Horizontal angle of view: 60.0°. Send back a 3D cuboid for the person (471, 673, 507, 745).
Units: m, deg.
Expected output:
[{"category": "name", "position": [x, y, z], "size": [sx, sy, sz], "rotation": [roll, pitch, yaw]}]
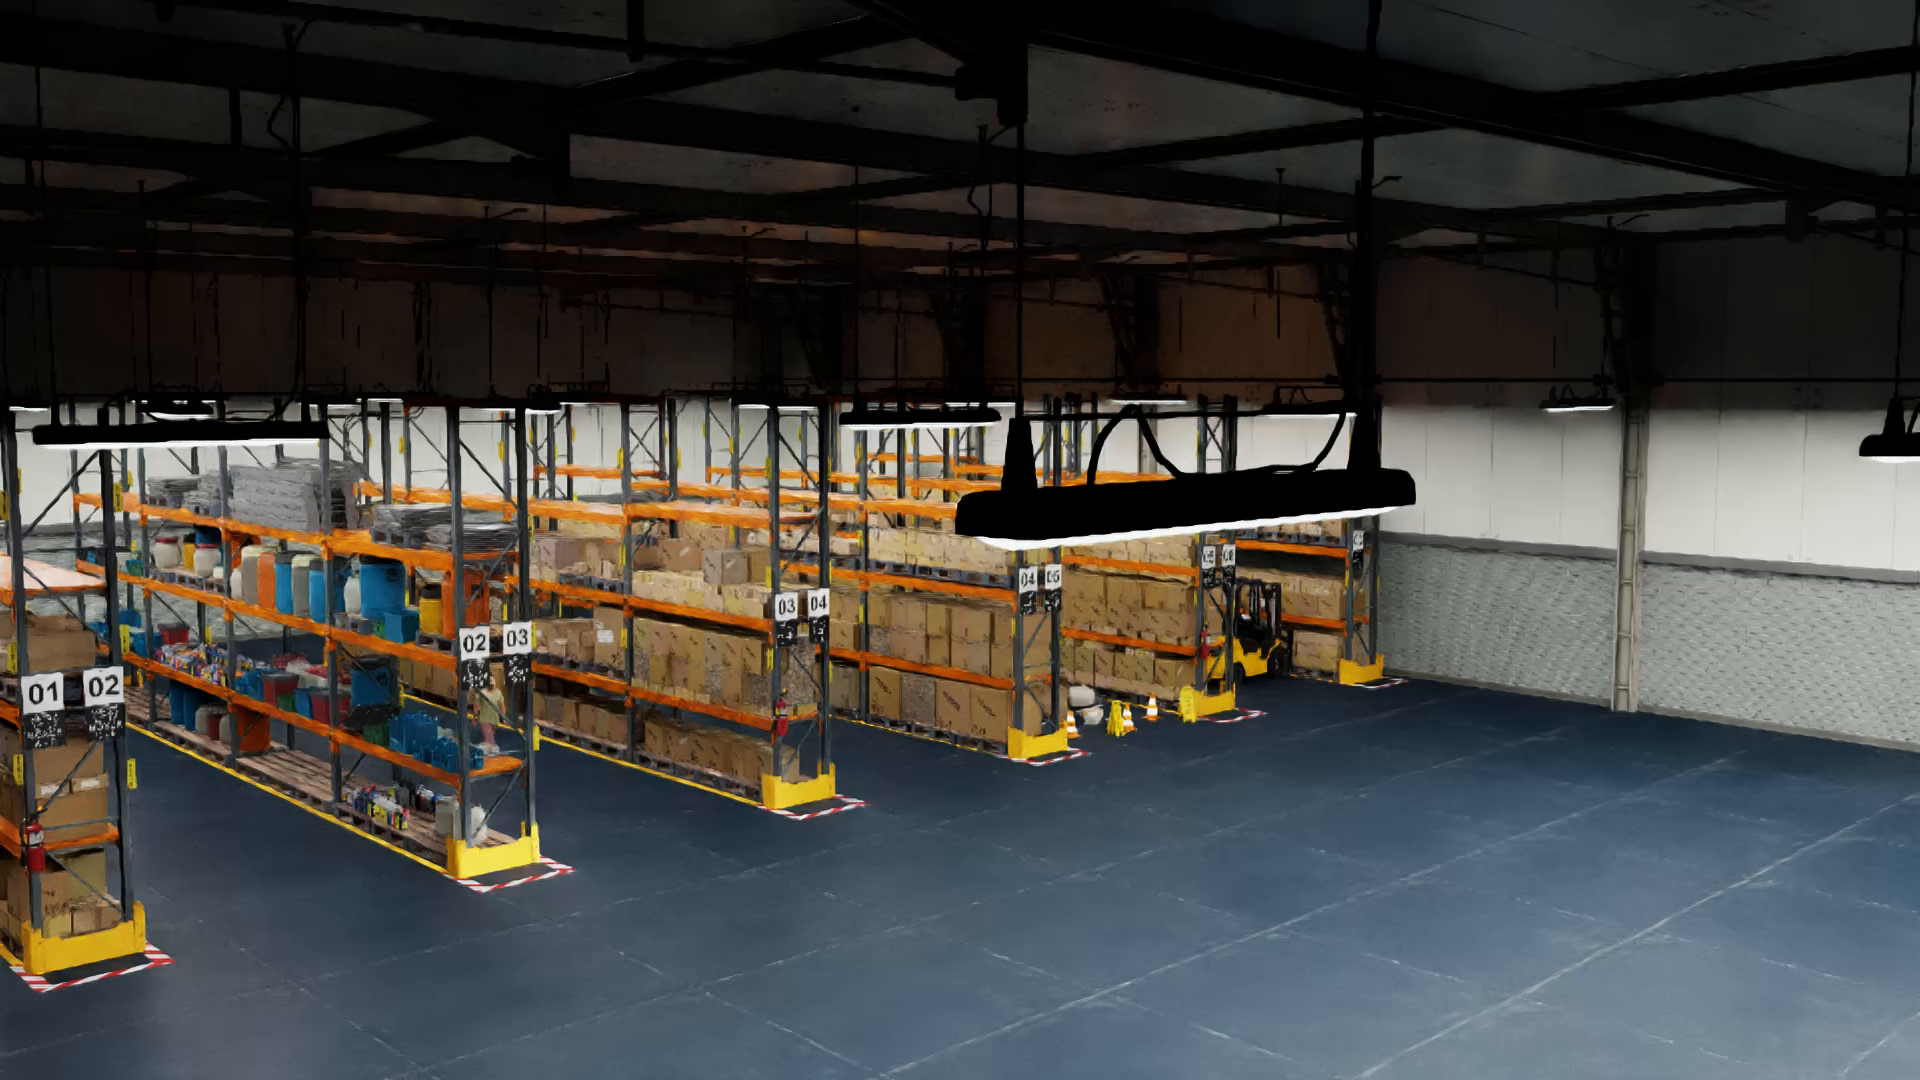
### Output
[{"category": "person", "position": [-7.566, 2.930, 26.837], "size": [0.456, 1.612, 1.019], "rotation": [-5, 8, -44]}]
